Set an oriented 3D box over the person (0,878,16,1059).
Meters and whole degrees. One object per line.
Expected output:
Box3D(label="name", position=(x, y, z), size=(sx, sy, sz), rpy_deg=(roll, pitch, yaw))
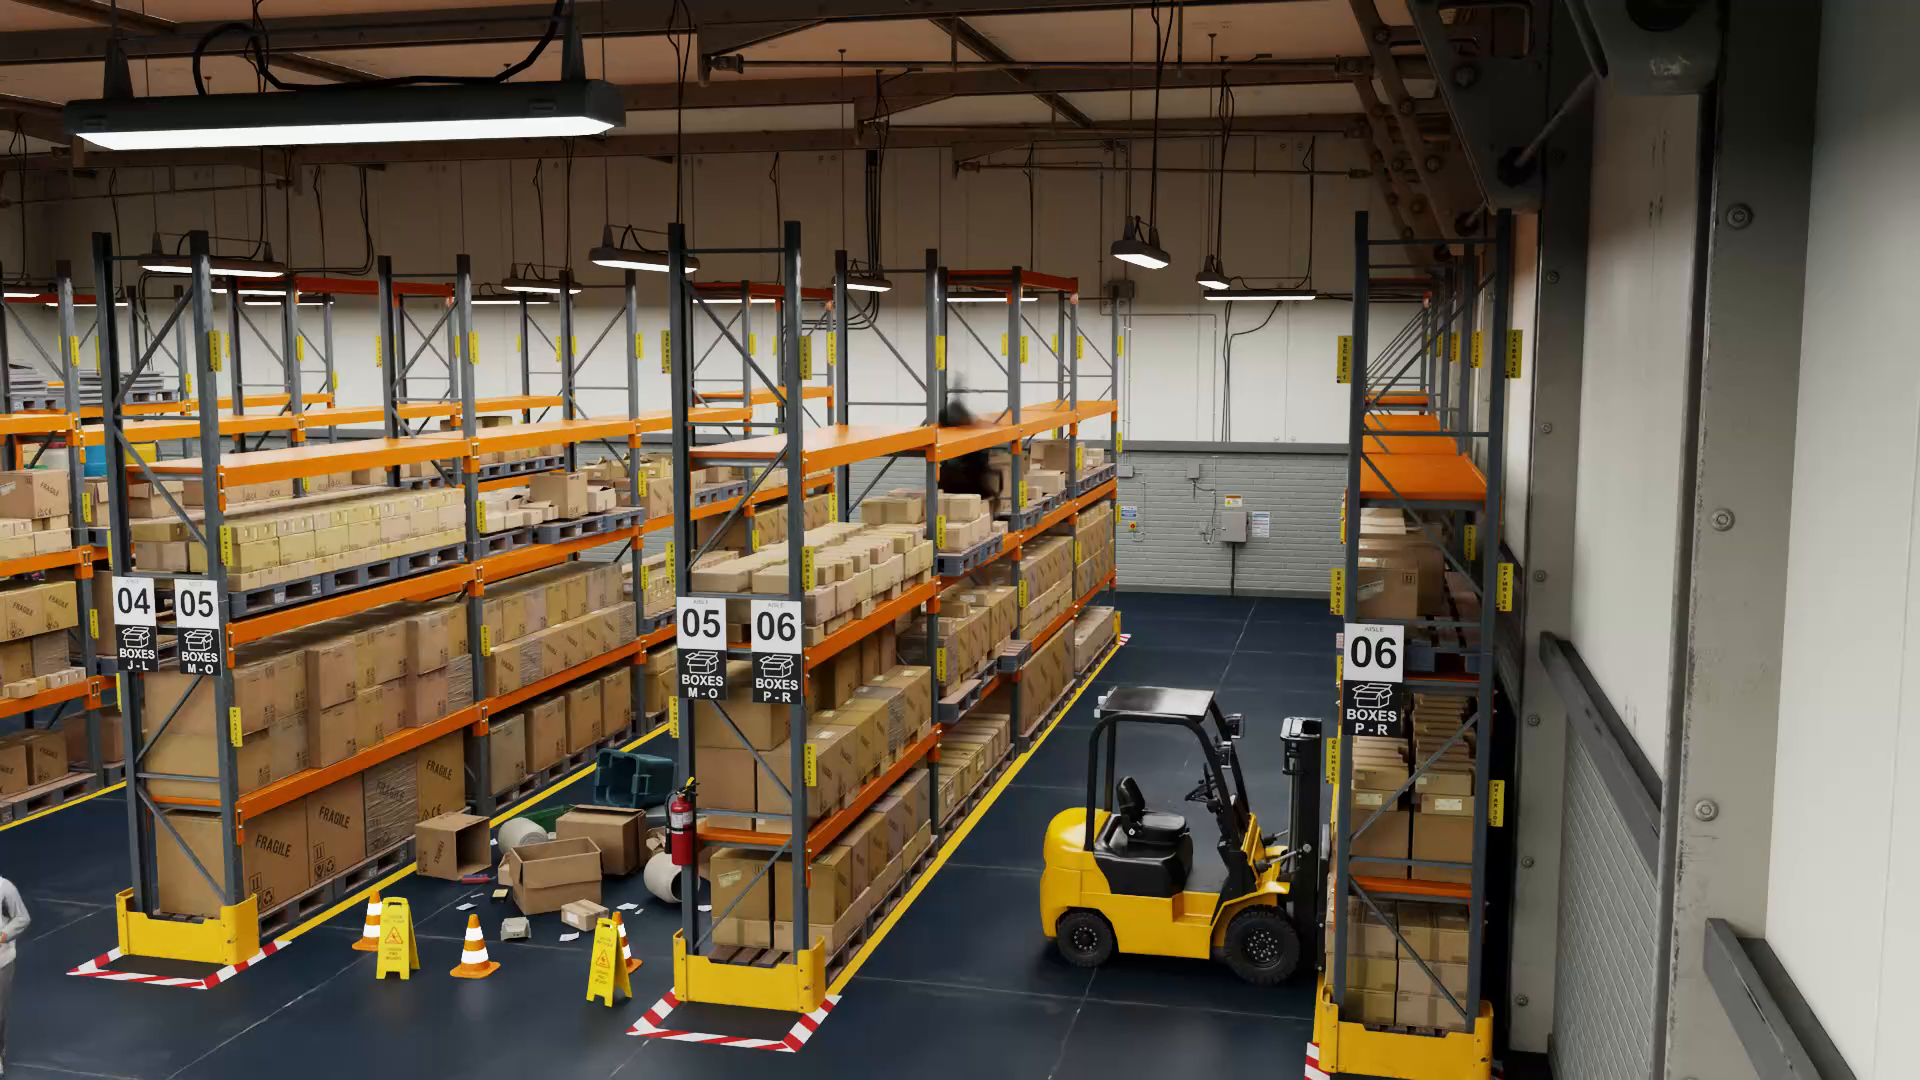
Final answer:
Box3D(label="person", position=(-6.730, 2.966, 11.418), size=(0.445, 1.442, 0.637), rpy_deg=(-3, 8, -25))
